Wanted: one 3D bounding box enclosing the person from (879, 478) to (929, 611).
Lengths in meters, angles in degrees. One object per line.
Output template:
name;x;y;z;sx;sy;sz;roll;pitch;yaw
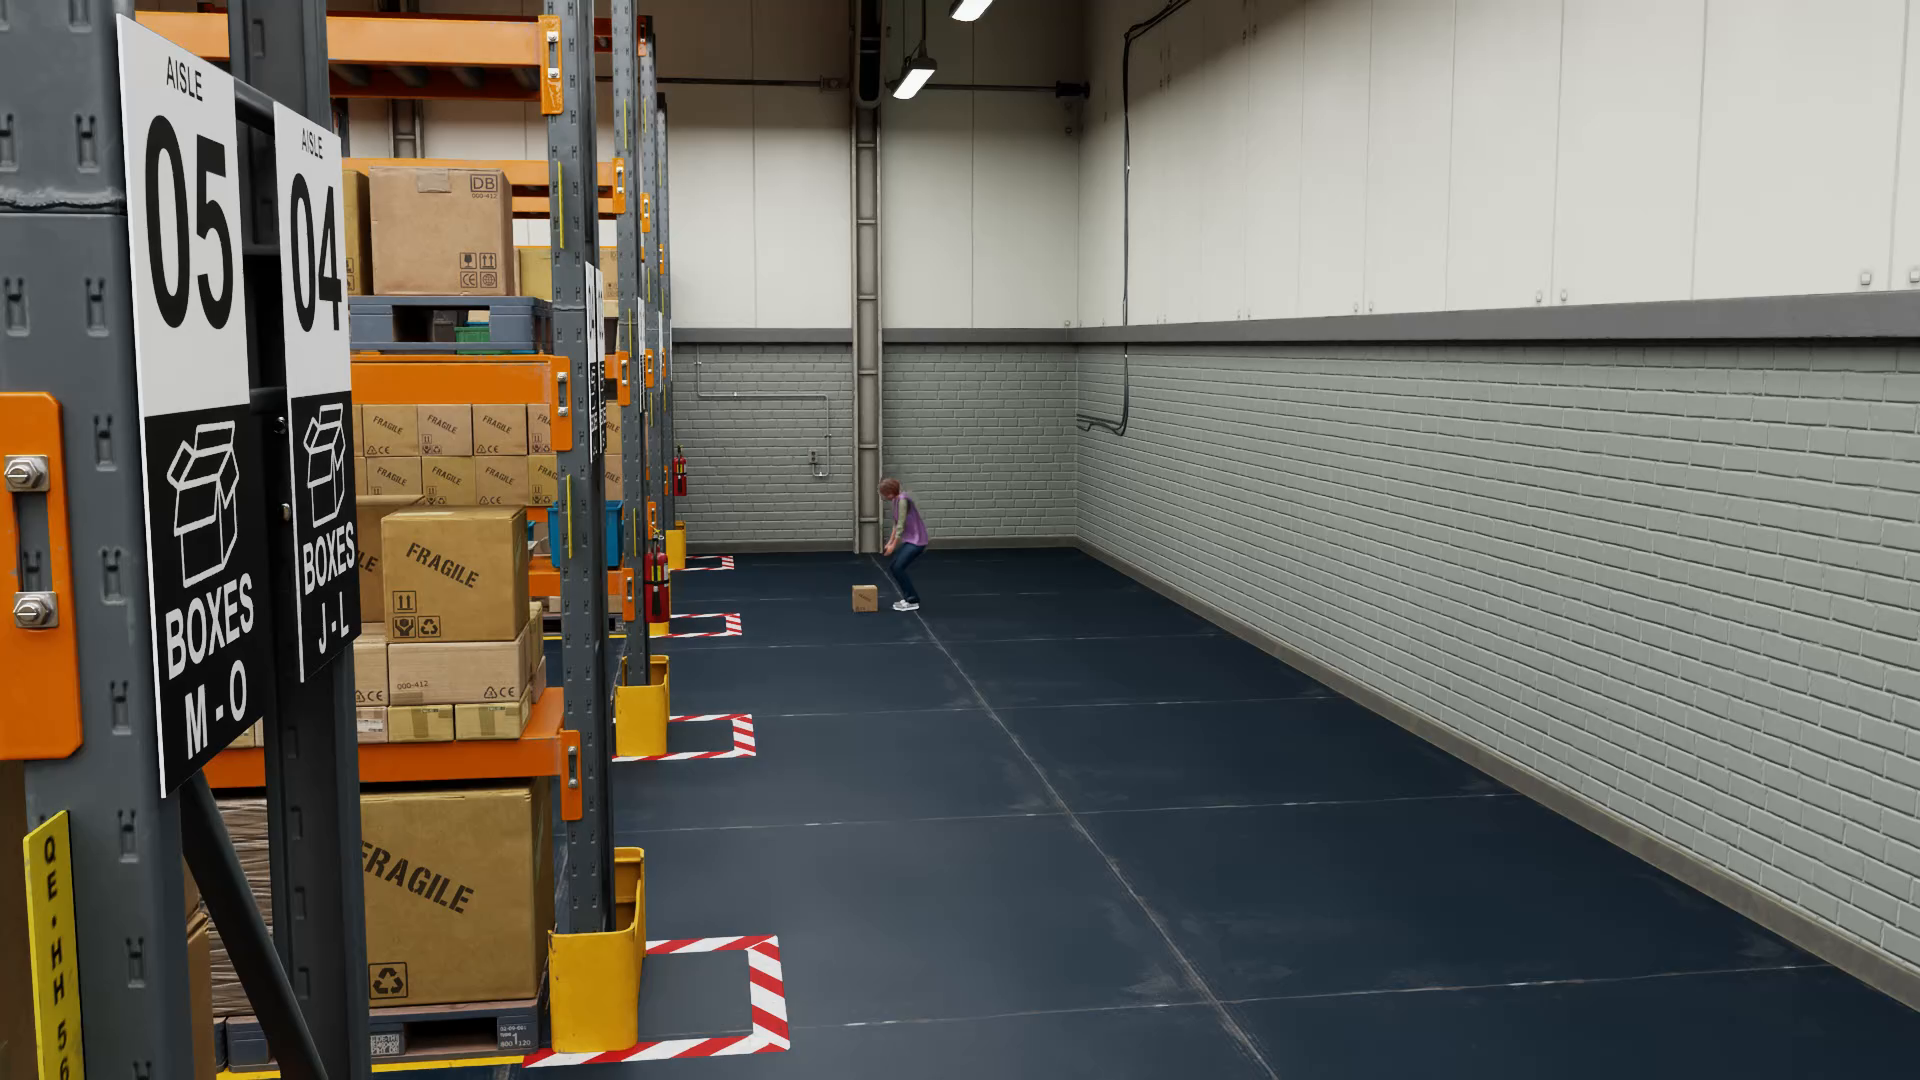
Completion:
person;-0.608;0.046;18.086;0.540;1.444;0.454;-1;7;-8
